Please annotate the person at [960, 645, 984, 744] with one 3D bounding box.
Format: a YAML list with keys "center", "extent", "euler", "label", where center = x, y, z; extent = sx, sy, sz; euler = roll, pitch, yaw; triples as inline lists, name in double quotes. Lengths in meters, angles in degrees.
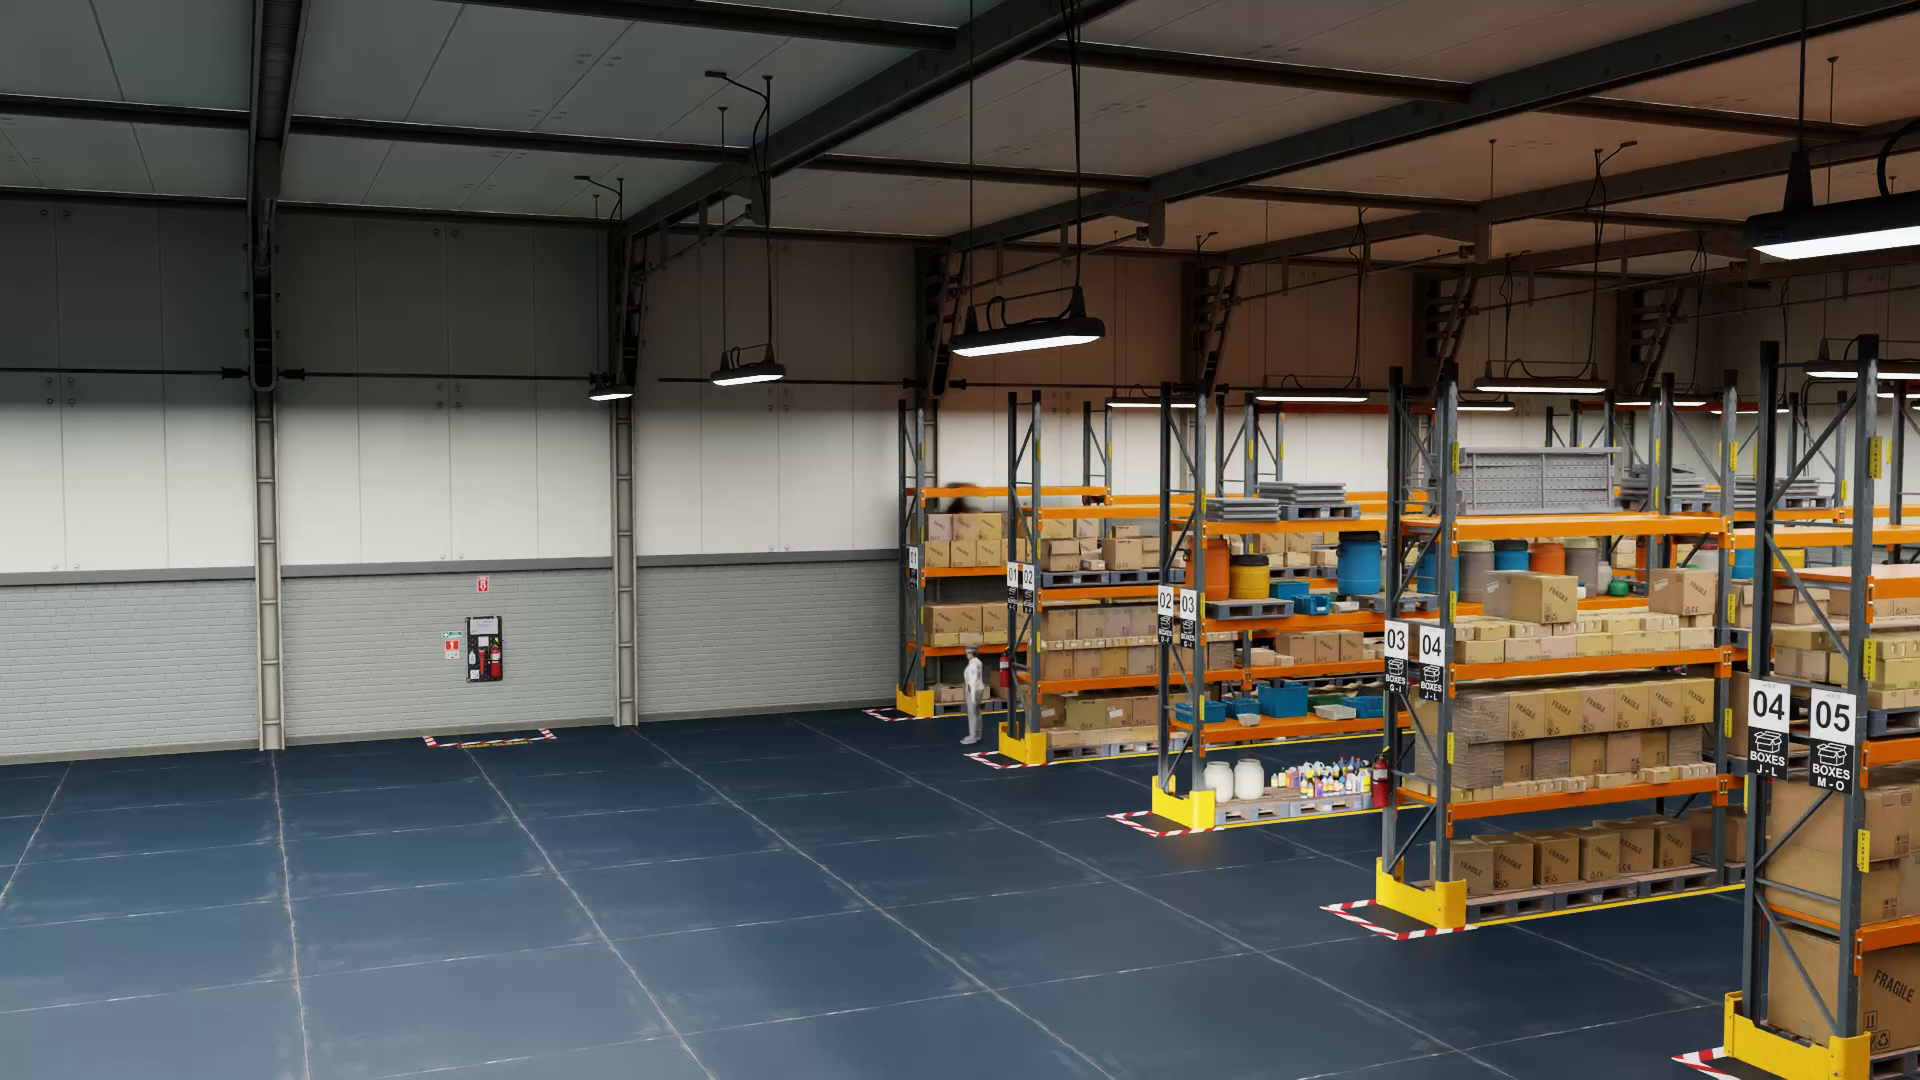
- center: [0.226, 2.650, 28.658]
  extent: [0.361, 1.669, 0.571]
  euler: [1, 4, 18]
  label: "person"
